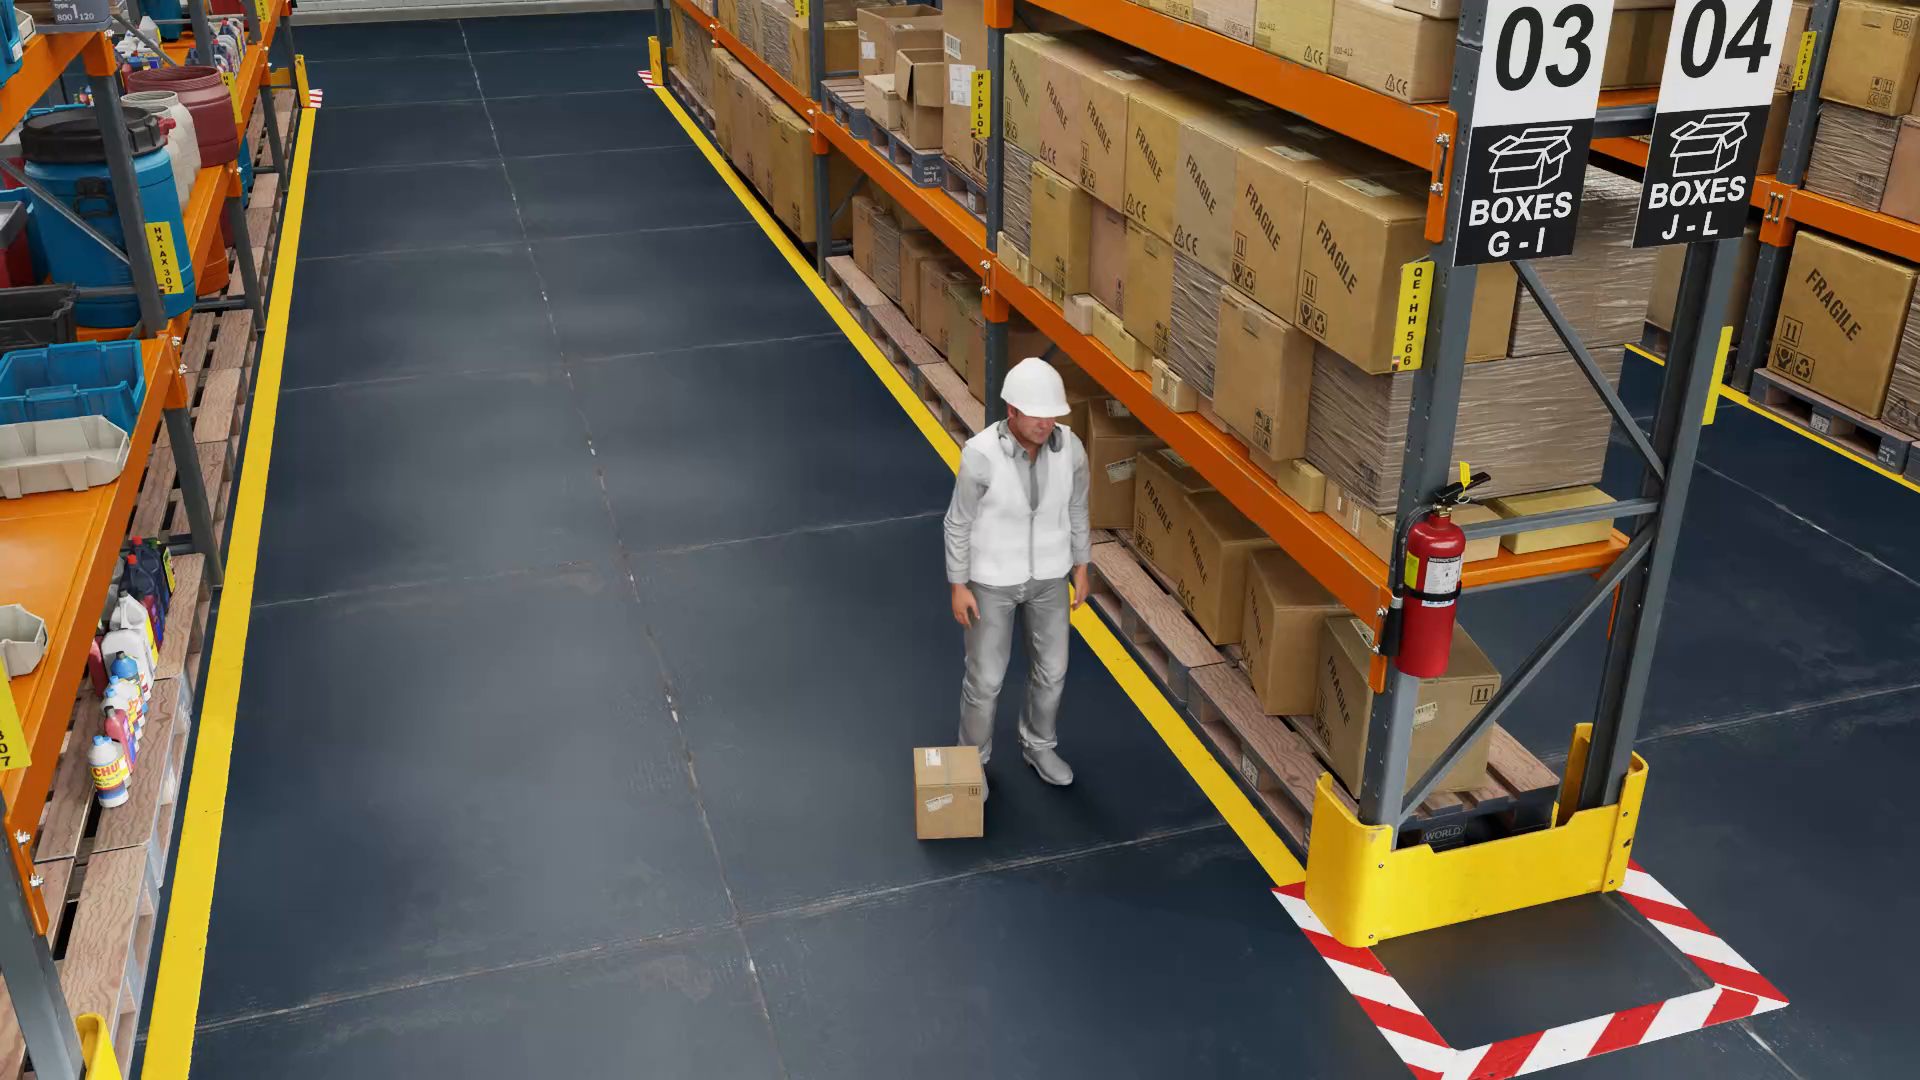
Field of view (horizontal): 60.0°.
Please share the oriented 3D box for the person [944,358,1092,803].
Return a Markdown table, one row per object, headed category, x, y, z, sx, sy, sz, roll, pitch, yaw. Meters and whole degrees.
| category | x | y | z | sx | sy | sz | roll | pitch | yaw |
| --- | --- | --- | --- | --- | --- | --- | --- | --- | --- |
| person | 0.226 | 0.140 | 6.297 | 0.581 | 1.771 | 0.464 | -9 | 28 | -18 |
